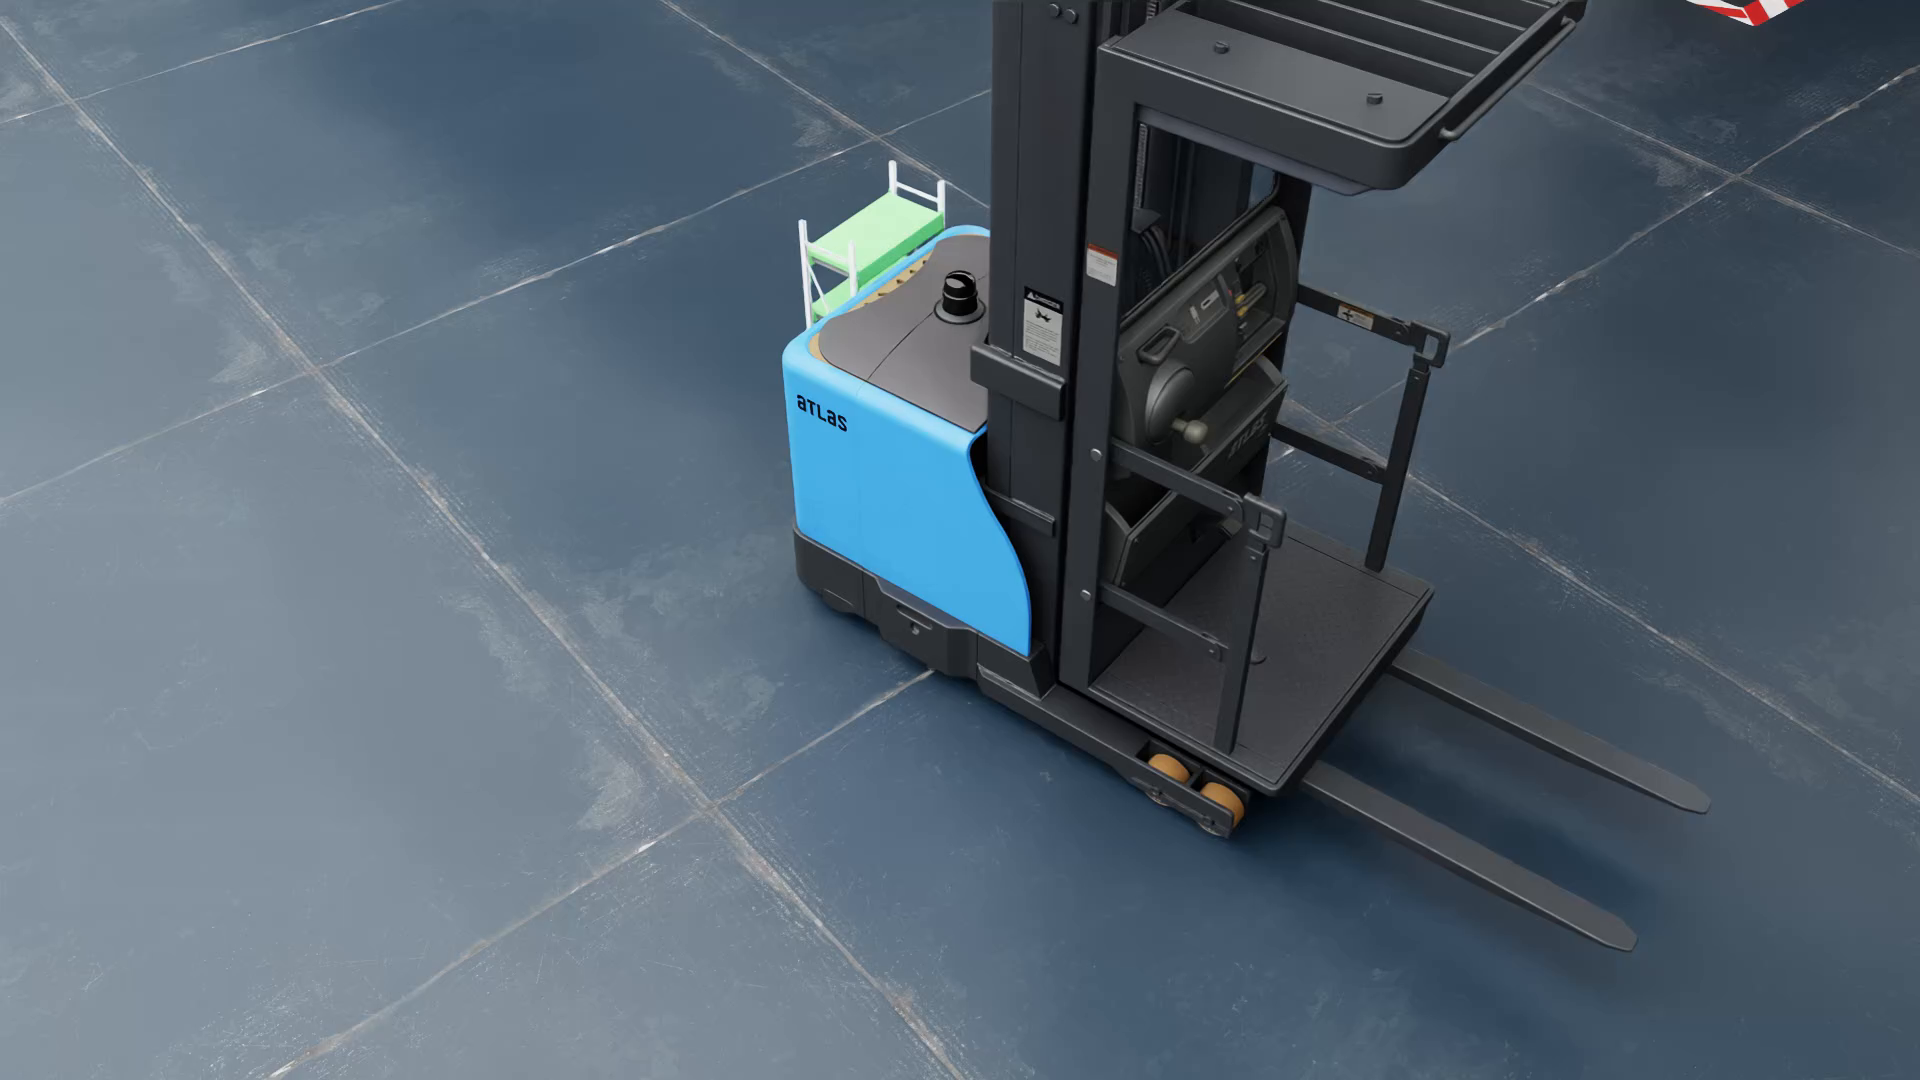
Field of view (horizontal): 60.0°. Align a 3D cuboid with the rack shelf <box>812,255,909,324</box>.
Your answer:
[{"bbox_3d":[-0.300,-0.861,6.033,0.258,0.148,0.480,27,50,26],"label":"rack shelf"}]

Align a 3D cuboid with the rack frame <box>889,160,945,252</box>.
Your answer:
[{"bbox_3d":[-0.153,-0.866,6.295,0.240,1.200,0.015,27,50,26],"label":"rack frame"}]

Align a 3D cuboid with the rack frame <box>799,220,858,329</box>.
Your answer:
[{"bbox_3d":[-0.448,-0.600,6.012,0.240,1.200,0.015,27,50,26],"label":"rack frame"}]

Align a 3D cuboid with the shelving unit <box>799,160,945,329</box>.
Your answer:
[{"bbox_3d":[-0.300,-0.733,6.153,0.258,1.200,0.503,27,50,26],"label":"shelving unit"}]

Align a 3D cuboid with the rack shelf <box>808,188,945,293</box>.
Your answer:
[{"bbox_3d":[-0.301,-1.036,5.869,0.258,0.148,0.480,27,50,26],"label":"rack shelf"}]

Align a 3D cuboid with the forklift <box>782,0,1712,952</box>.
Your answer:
[{"bbox_3d":[0.889,-0.553,4.698,3.031,2.935,1.130,27,50,26],"label":"forklift"}]
